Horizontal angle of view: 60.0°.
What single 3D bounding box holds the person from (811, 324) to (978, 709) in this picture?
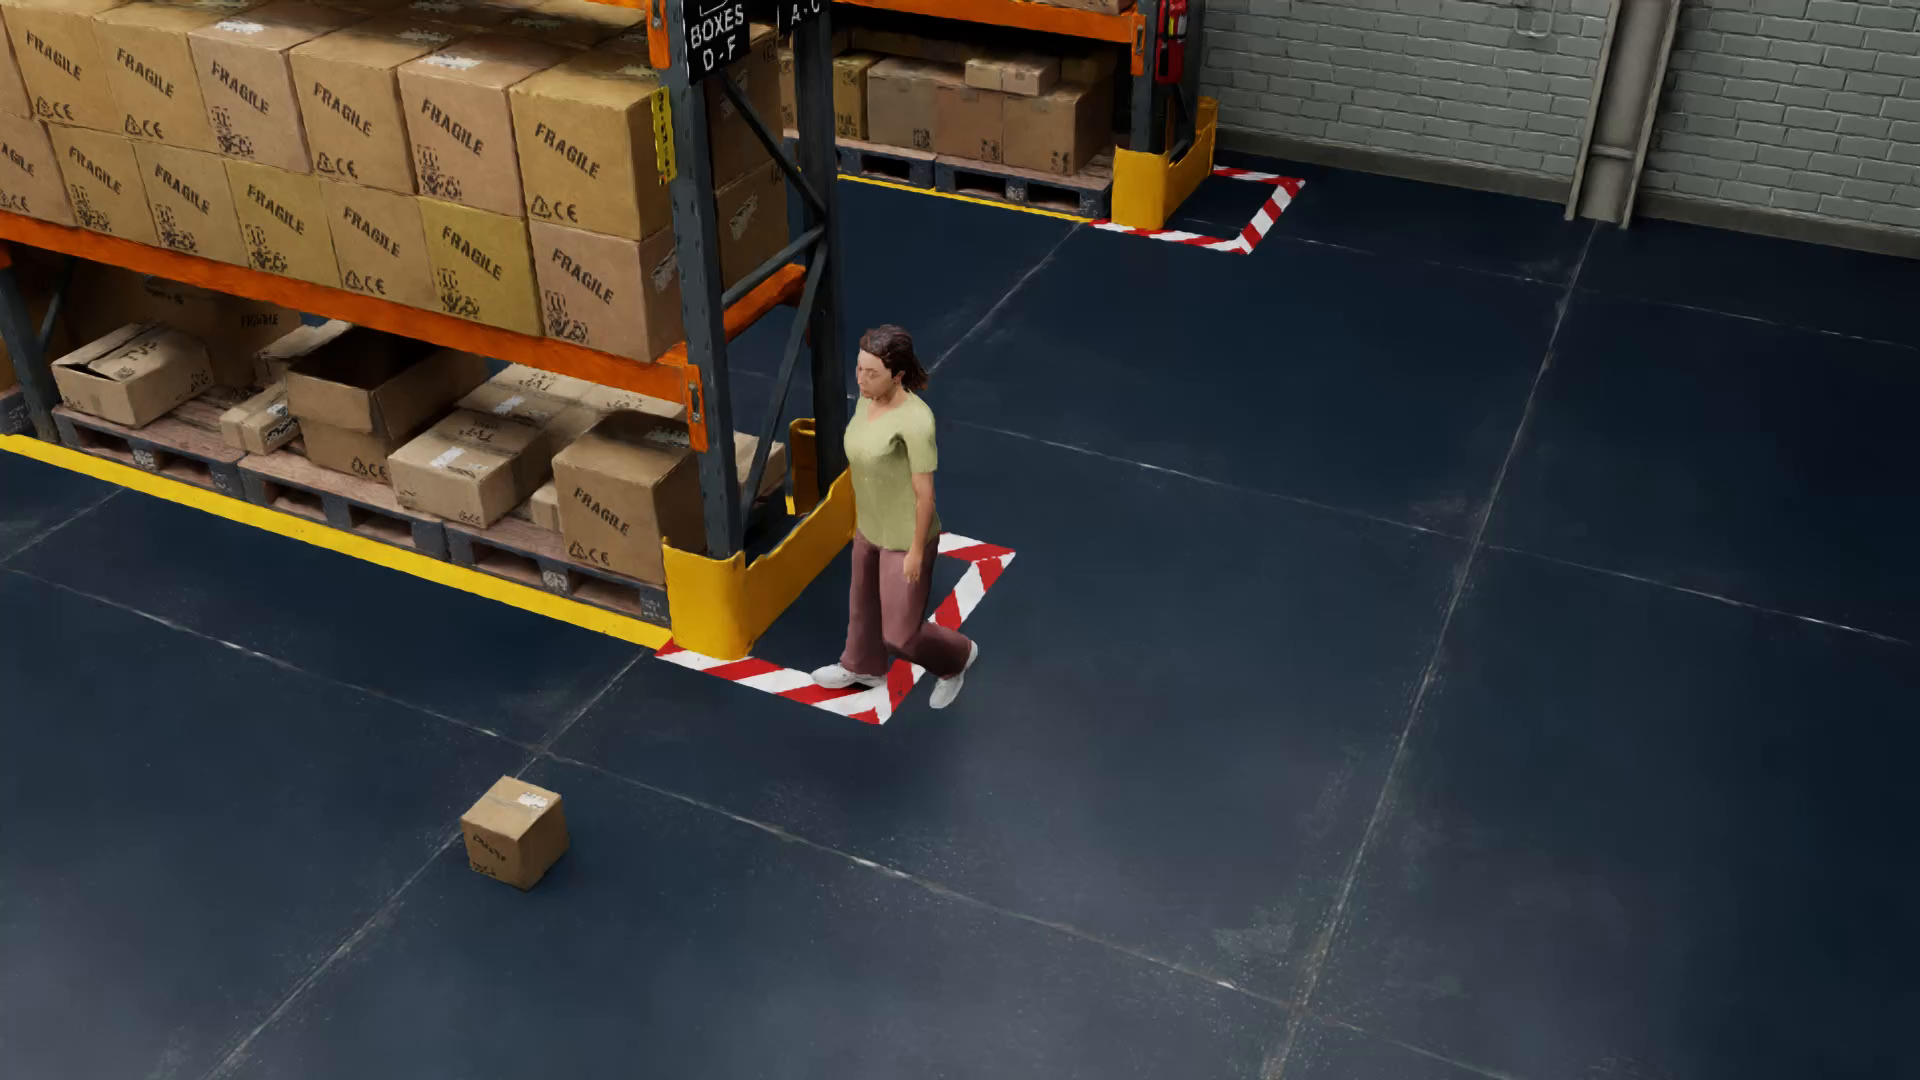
[{"bbox_3d":[-0.227,-0.059,6.197,0.525,1.667,0.615,-20,39,-28],"label":"person"}]
